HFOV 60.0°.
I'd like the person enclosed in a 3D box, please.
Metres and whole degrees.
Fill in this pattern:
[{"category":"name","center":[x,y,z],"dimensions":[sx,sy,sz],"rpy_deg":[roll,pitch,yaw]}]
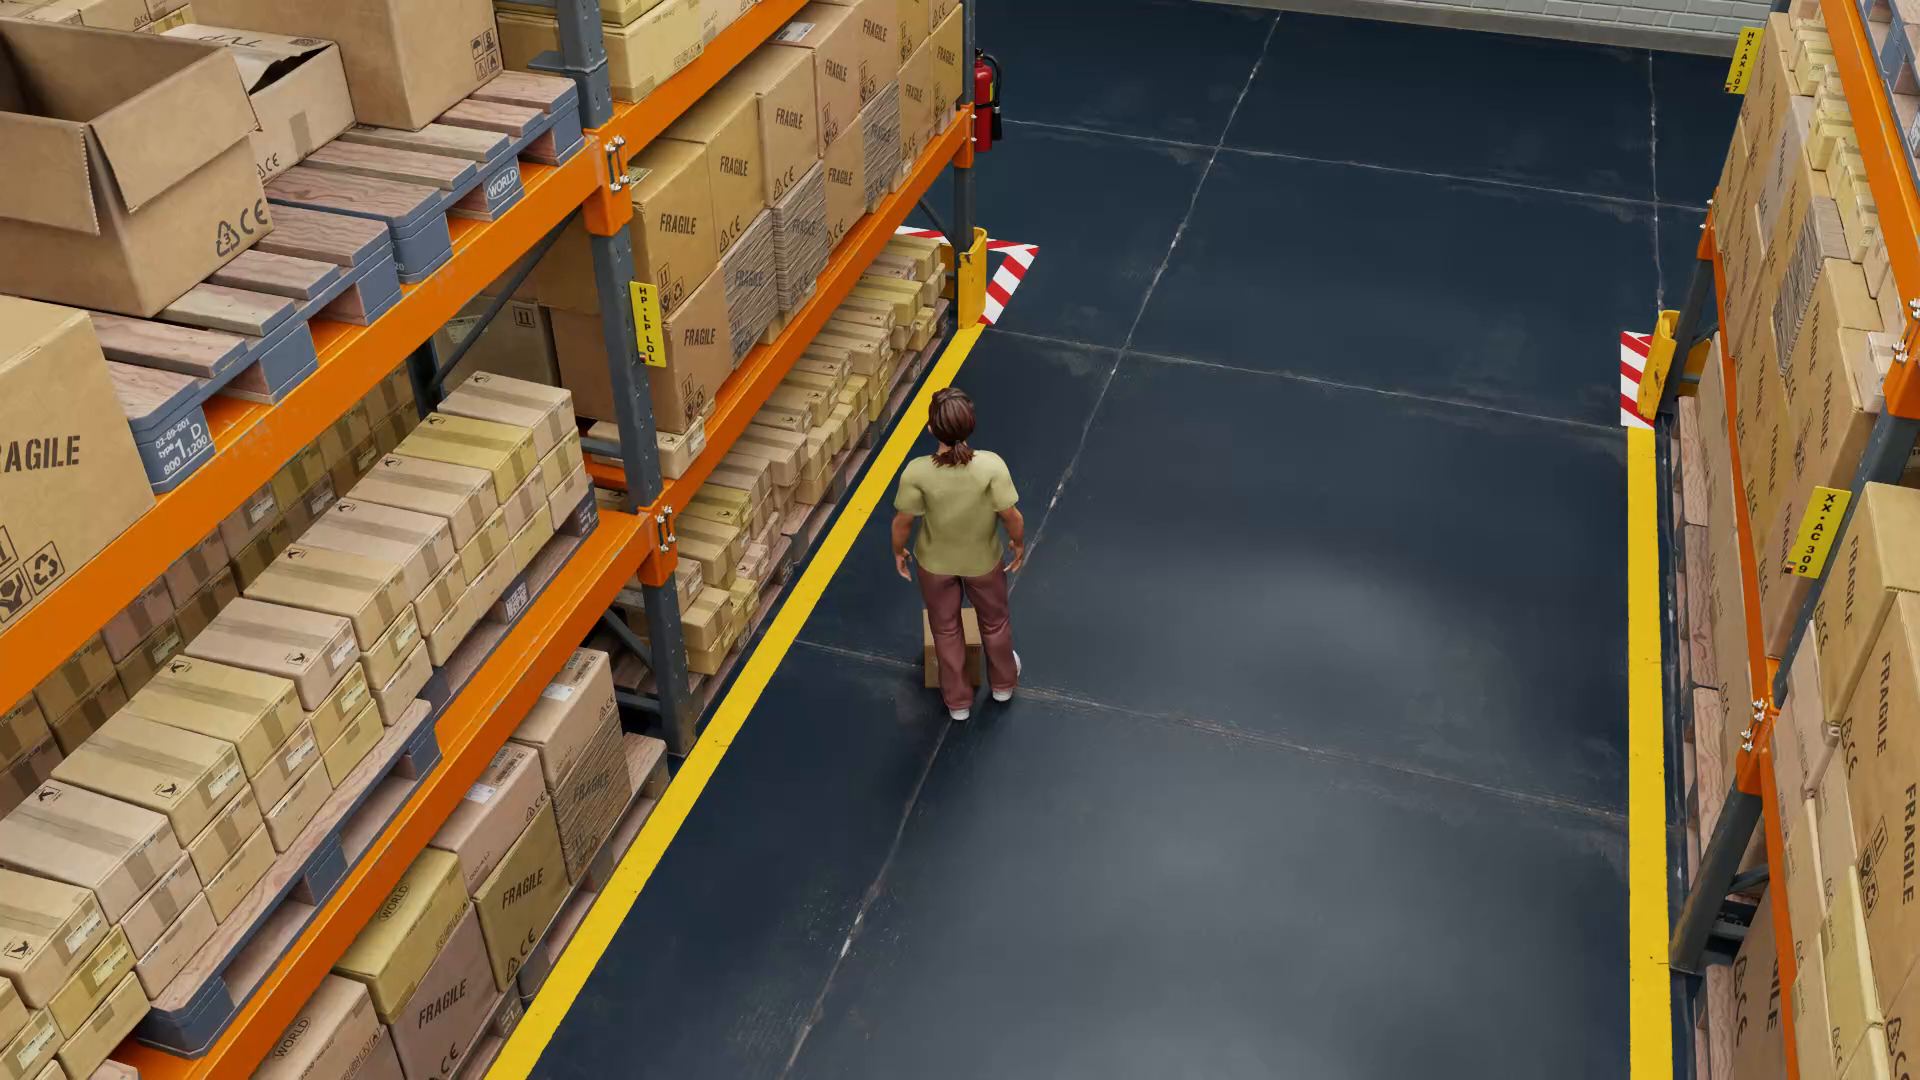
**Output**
[{"category":"person","center":[0.001,0.038,6.826],"dimensions":[0.554,1.676,0.549],"rpy_deg":[-1,37,-1]}]
